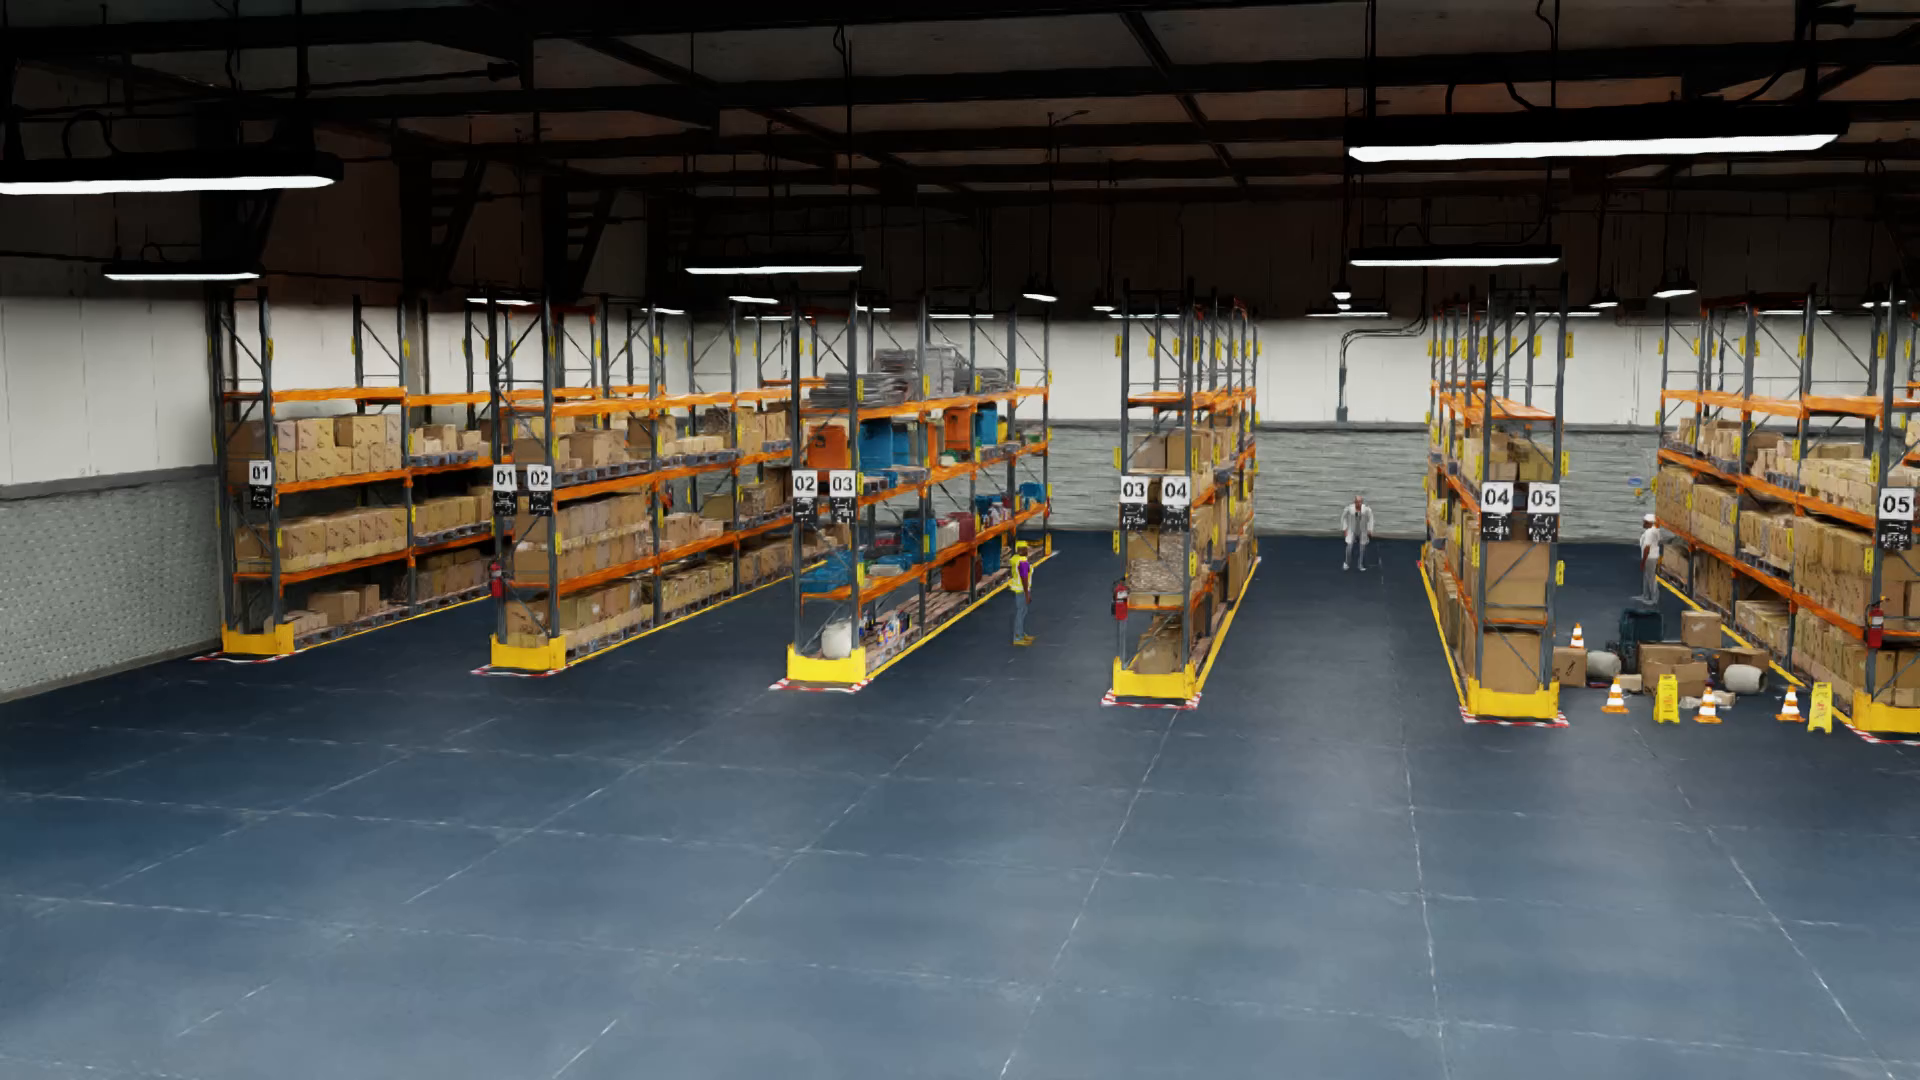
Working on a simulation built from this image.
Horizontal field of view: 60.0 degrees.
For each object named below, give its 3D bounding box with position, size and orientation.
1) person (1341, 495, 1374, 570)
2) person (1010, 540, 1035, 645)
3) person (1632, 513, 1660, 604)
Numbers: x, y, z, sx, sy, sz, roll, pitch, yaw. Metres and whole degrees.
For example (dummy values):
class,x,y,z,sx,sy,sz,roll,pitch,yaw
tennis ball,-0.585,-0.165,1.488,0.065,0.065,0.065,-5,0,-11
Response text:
class,x,y,z,sx,sy,sz,roll,pitch,yaw
person,8.970,-0.170,37.608,0.724,1.733,0.546,1,7,12
person,1.086,0.872,28.248,0.456,1.758,0.628,-2,7,-15
person,13.529,0.354,32.725,0.557,1.764,0.651,4,8,32
